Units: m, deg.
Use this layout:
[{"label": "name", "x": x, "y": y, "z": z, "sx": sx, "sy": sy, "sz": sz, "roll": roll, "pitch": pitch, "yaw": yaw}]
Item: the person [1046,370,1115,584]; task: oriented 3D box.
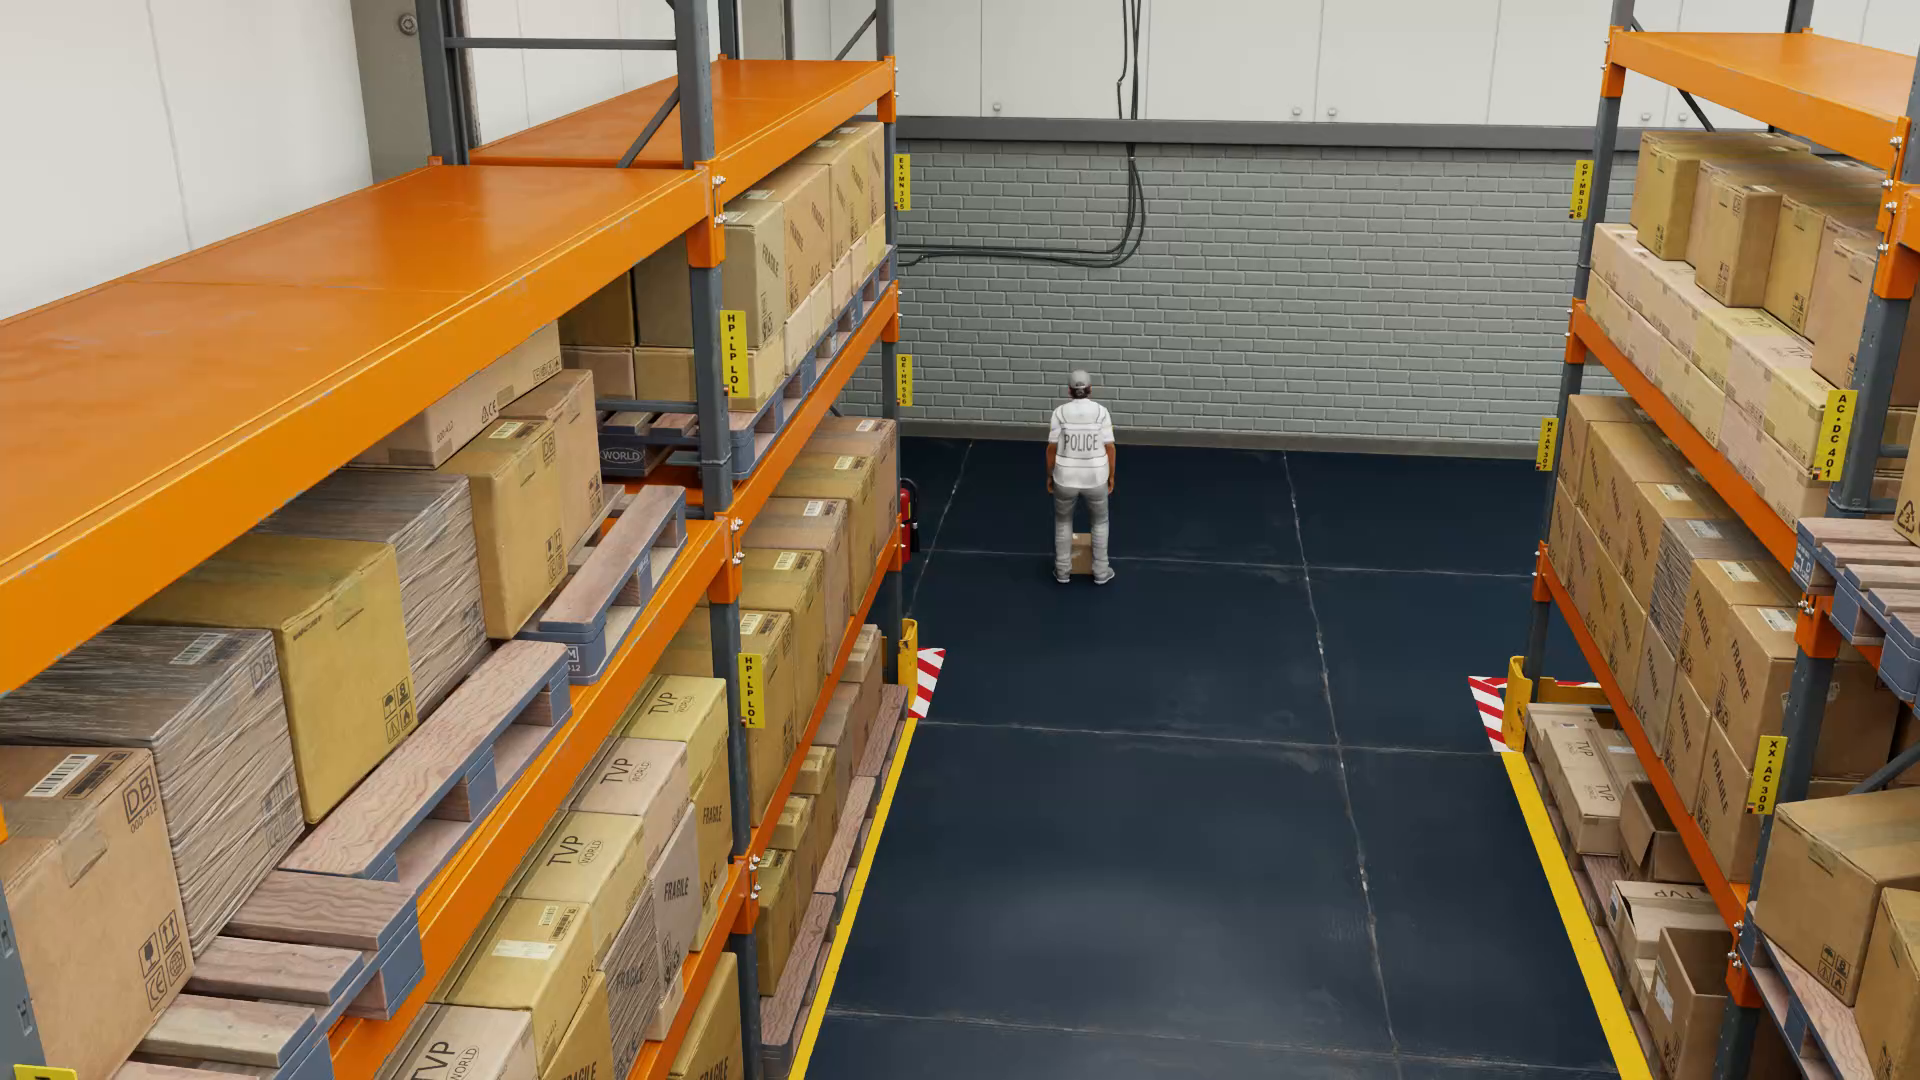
[{"label": "person", "x": 0.930, "y": -0.472, "z": 12.681, "sx": 0.553, "sy": 1.665, "sz": 0.468, "roll": 1, "pitch": 21, "yaw": 4}]
